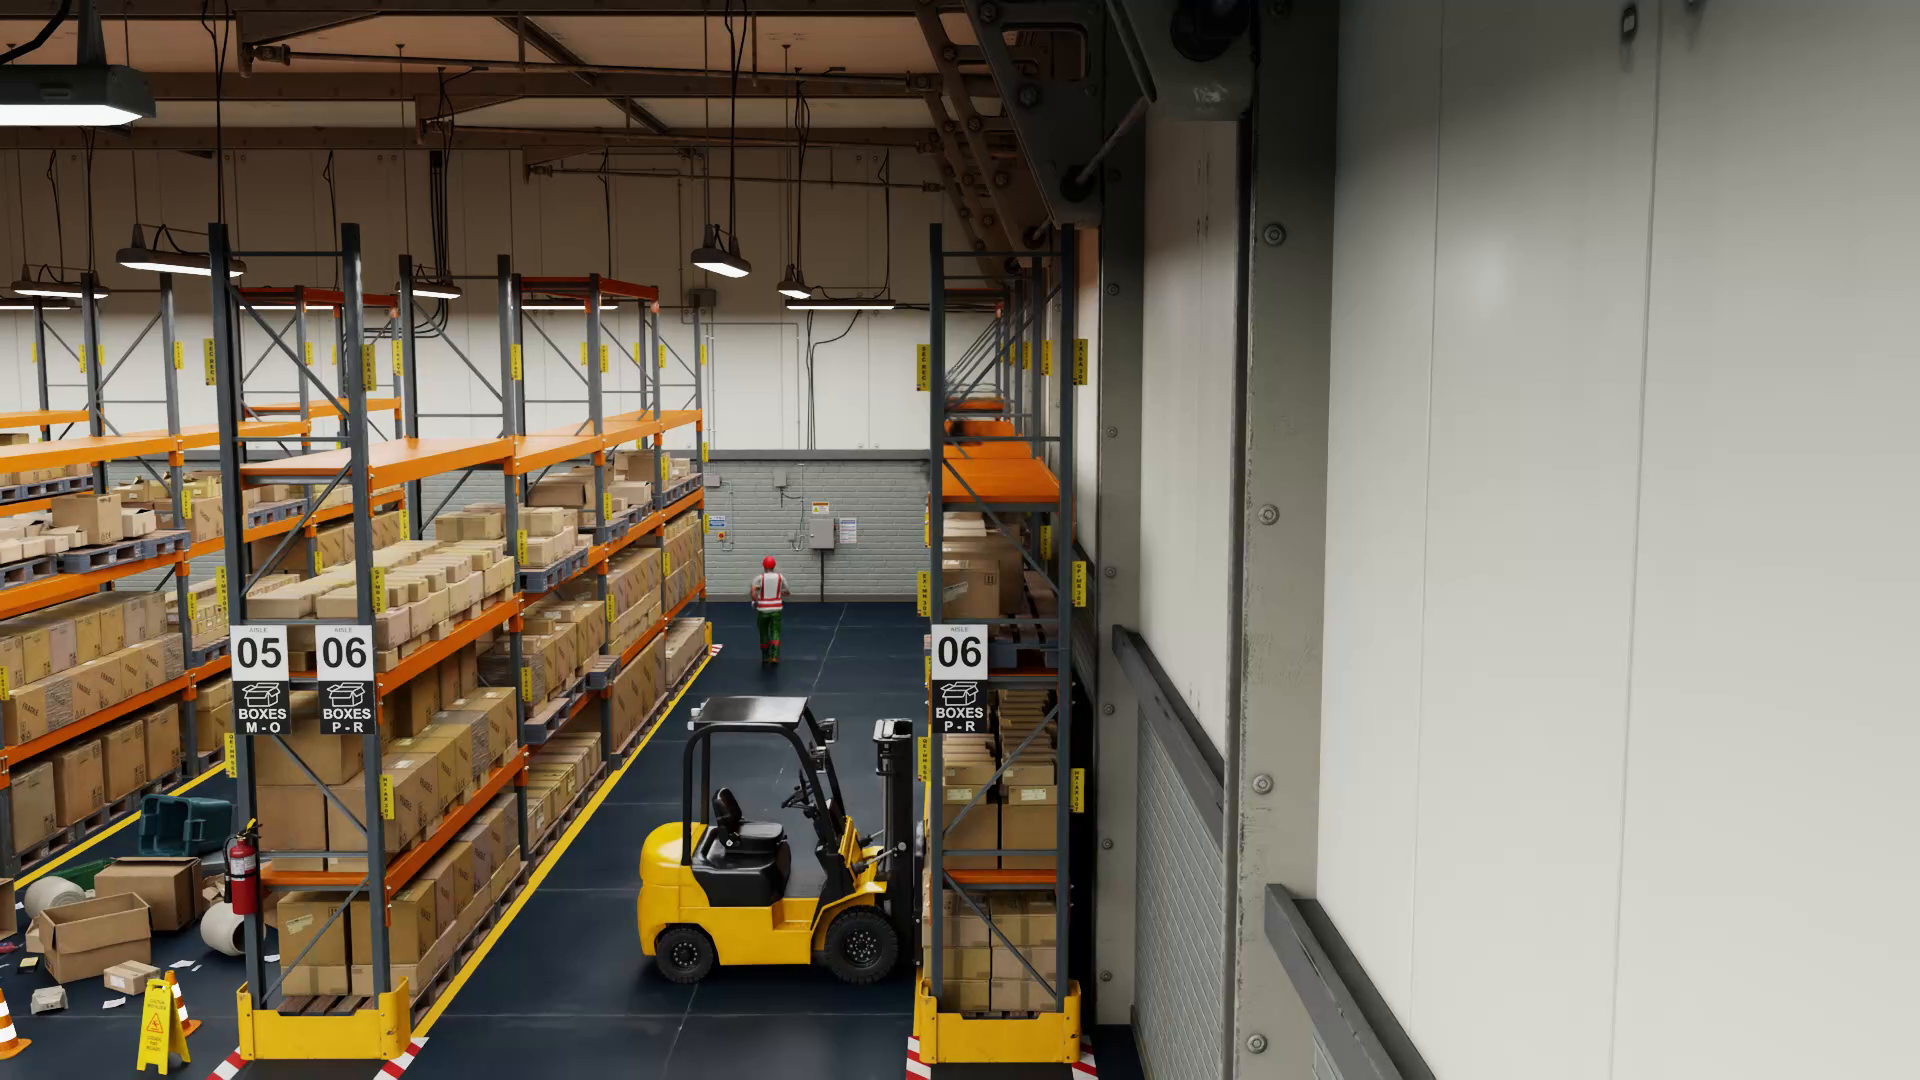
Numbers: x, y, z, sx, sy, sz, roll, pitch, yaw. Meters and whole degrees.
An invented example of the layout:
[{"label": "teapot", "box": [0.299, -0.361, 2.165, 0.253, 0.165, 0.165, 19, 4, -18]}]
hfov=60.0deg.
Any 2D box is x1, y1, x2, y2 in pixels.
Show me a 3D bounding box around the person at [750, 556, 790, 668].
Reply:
[{"label": "person", "box": [-3.041, 1.147, 26.580, 0.645, 1.800, 0.903, -1, 7, -10]}]
